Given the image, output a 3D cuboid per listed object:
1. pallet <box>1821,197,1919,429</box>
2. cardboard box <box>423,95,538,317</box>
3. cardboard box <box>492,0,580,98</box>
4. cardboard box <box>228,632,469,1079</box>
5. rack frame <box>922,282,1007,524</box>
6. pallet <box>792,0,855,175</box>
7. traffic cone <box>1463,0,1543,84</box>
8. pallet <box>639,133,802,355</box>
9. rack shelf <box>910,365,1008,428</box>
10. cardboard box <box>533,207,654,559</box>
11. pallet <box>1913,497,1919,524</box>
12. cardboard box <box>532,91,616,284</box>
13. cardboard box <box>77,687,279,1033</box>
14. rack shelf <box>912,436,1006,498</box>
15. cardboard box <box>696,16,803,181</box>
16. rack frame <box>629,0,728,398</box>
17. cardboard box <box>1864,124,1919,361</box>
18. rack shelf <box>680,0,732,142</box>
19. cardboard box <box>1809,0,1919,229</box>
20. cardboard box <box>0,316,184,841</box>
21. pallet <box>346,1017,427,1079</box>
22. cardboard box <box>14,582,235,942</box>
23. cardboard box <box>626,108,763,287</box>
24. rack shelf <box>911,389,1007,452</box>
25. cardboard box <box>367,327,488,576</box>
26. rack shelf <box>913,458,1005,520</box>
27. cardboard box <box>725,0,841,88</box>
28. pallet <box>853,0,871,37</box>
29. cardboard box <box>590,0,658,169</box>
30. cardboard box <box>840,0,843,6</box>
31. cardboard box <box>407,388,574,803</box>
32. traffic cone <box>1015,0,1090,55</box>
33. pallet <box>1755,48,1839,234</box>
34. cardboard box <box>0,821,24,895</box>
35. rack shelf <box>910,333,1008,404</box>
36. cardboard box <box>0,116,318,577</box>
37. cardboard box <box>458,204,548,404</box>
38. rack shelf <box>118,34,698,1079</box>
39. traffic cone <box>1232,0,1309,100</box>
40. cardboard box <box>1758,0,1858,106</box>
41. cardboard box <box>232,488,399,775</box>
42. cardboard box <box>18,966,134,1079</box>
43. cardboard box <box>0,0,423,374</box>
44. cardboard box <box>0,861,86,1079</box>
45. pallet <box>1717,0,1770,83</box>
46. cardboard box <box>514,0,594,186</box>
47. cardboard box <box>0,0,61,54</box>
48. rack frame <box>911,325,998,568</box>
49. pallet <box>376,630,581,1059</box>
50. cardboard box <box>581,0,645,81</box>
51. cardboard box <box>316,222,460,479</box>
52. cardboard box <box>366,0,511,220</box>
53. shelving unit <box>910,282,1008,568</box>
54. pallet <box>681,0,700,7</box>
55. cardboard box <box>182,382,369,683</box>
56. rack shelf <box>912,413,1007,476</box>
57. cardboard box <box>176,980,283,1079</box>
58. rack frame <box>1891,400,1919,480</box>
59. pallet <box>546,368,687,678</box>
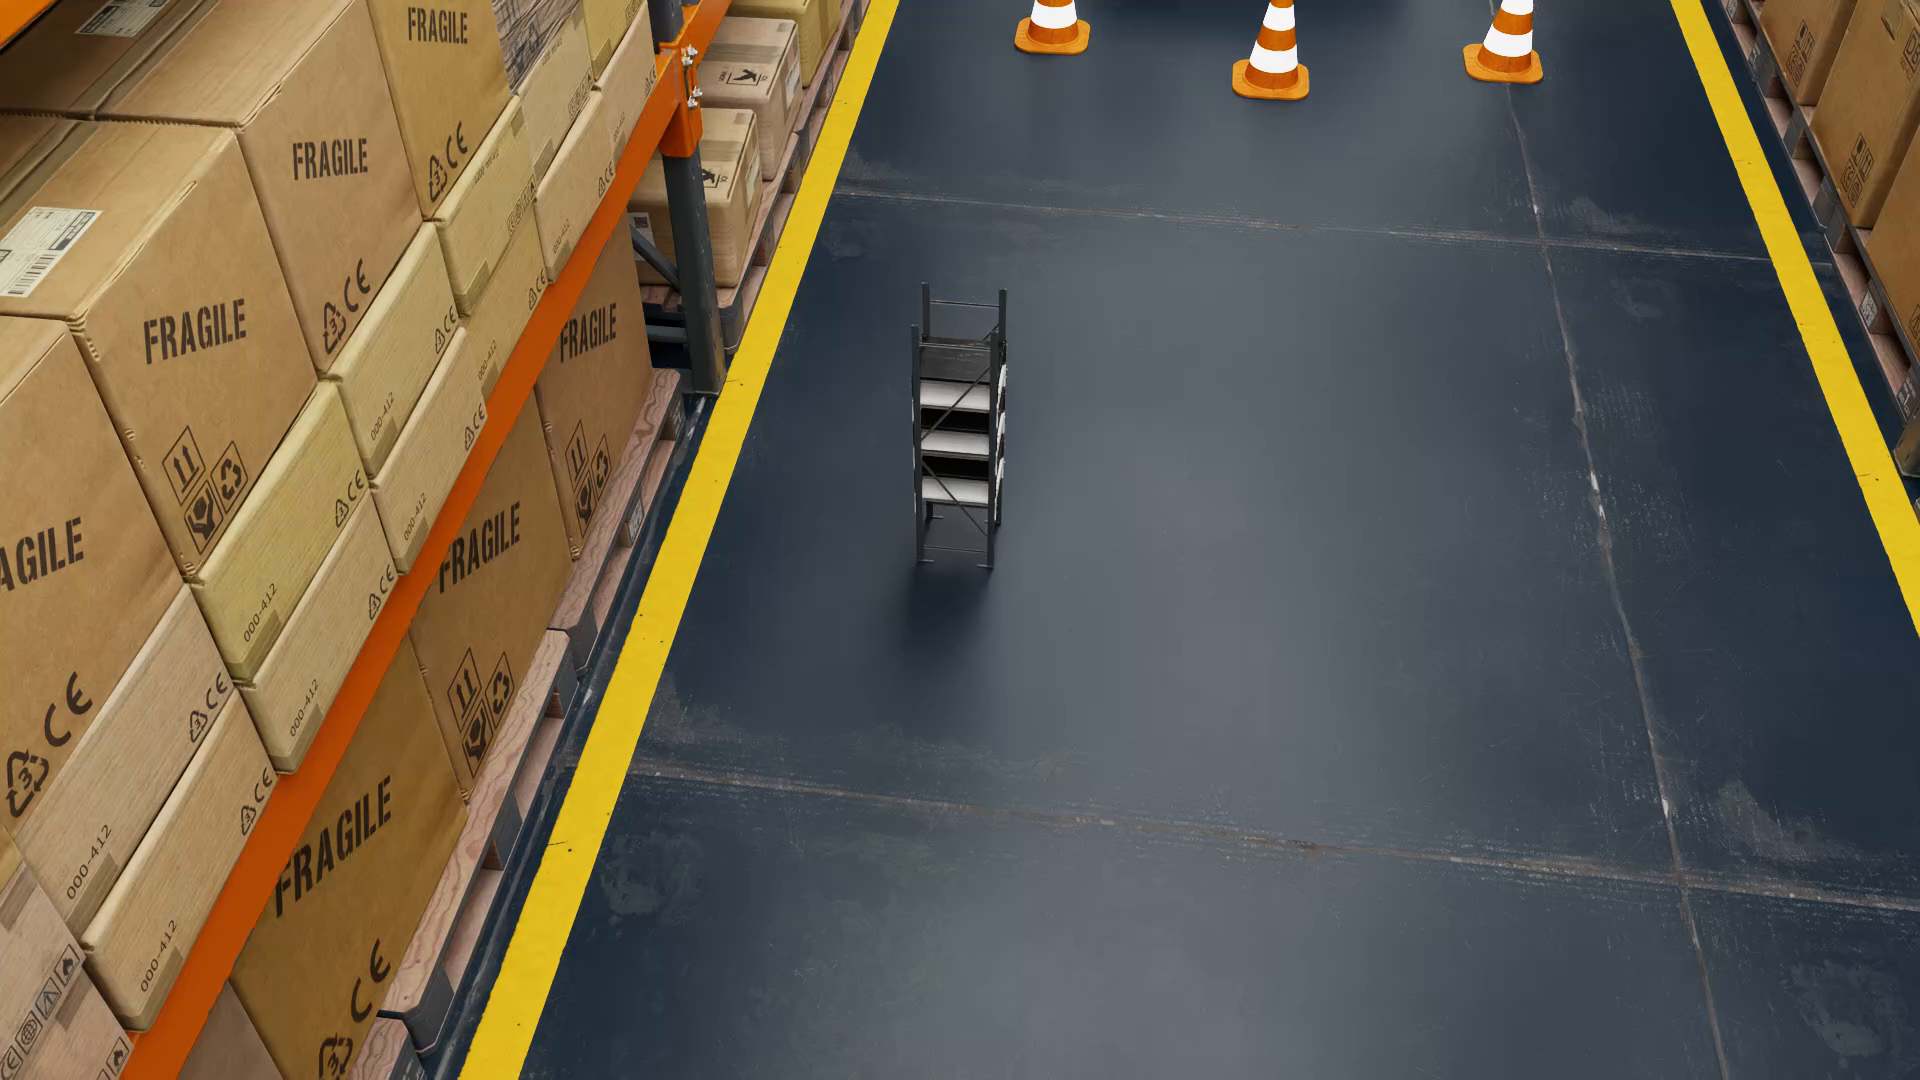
[{"bbox_3d":[3.776,-0.807,5.948,1.003,0.211,1.213,5,44,6],"label":"pallet"},{"bbox_3d":[-1.247,-0.743,3.599,0.500,0.250,0.500,4,44,4],"label":"cardboard box"},{"bbox_3d":[-1.192,-1.343,3.686,0.500,0.500,0.500,6,44,6],"label":"cardboard box"},{"bbox_3d":[-1.738,0.629,3.644,0.875,0.875,0.875,6,44,7],"label":"cardboard box"},{"bbox_3d":[0.012,-0.391,5.008,0.240,0.900,0.006,5,44,6],"label":"rack frame"},{"bbox_3d":[-1.055,-2.019,7.228,1.003,0.211,1.213,5,44,6],"label":"pallet"},{"bbox_3d":[2.452,-2.317,7.360,0.336,0.463,0.334,5,44,6],"label":"traffic cone"},{"bbox_3d":[-1.218,-1.190,6.353,1.003,0.211,1.213,5,44,6],"label":"pallet"},{"bbox_3d":[-0.001,-0.428,4.834,0.258,0.077,0.200,5,44,6],"label":"rack shelf"},{"bbox_3d":[-1.497,-0.588,4.929,0.875,0.875,0.875,5,44,5],"label":"cardboard box"},{"bbox_3d":[3.492,0.256,4.826,1.003,0.211,1.213,5,44,6],"label":"pallet"},{"bbox_3d":[-1.185,-0.897,4.125,0.500,0.250,0.500,6,44,6],"label":"cardboard box"},{"bbox_3d":[-1.465,0.482,2.668,0.500,0.250,0.500,4,44,4],"label":"cardboard box"},{"bbox_3d":[-0.001,-0.232,5.020,0.258,0.077,0.200,5,44,6],"label":"rack shelf"},{"bbox_3d":[-1.149,-1.756,6.529,0.950,0.372,0.625,4,44,5],"label":"cardboard box"},{"bbox_3d":[-1.323,-1.670,4.832,1.000,3.000,0.127,5,44,6],"label":"rack frame"},{"bbox_3d":[3.766,-1.031,5.488,1.050,0.750,0.750,5,44,5],"label":"cardboard box"},{"bbox_3d":[-1.059,-2.772,6.519,1.077,0.370,4.000,5,44,6],"label":"rack shelf"},{"bbox_3d":[3.879,-1.627,6.118,1.050,0.750,0.750,6,44,6],"label":"cardboard box"},{"bbox_3d":[-1.469,0.034,2.233,0.500,0.500,0.500,5,44,5],"label":"cardboard box"},{"bbox_3d":[-1.825,1.536,3.474,1.003,0.211,1.213,5,44,6],"label":"pallet"},{"bbox_3d":[-1.473,0.297,2.500,0.500,0.250,0.500,6,44,6],"label":"cardboard box"},{"bbox_3d":[-1.239,-1.252,5.997,0.950,0.372,0.625,3,43,3],"label":"cardboard box"},{"bbox_3d":[-0.001,-0.362,4.896,0.258,0.077,0.200,5,44,6],"label":"rack shelf"},{"bbox_3d":[-1.306,-0.206,3.395,0.500,0.250,0.500,5,44,5],"label":"cardboard box"},{"bbox_3d":[-0.001,-0.166,5.081,0.258,0.077,0.200,5,44,6],"label":"rack shelf"},{"bbox_3d":[-1.043,-2.272,7.074,0.950,0.372,0.625,7,44,7],"label":"cardboard box"},{"bbox_3d":[-0.896,-2.853,8.109,1.003,0.211,1.213,5,44,6],"label":"pallet"},{"bbox_3d":[-1.133,-1.247,4.494,0.500,0.250,0.500,4,44,4],"label":"cardboard box"},{"bbox_3d":[-0.953,-2.746,7.574,0.950,0.372,0.625,8,44,8],"label":"cardboard box"},{"bbox_3d":[-1.619,0.020,4.287,0.875,0.875,0.875,6,44,6],"label":"cardboard box"},{"bbox_3d":[0.429,-2.502,7.556,0.336,0.463,0.334,5,44,6],"label":"traffic cone"},{"bbox_3d":[3.939,-1.636,6.824,1.003,0.211,1.213,5,44,6],"label":"pallet"},{"bbox_3d":[-1.509,0.383,1.864,0.500,0.500,0.500,6,44,6],"label":"cardboard box"},{"bbox_3d":[-0.001,-0.493,4.772,0.258,0.077,0.200,5,44,6],"label":"rack shelf"},{"bbox_3d":[-1.400,-0.308,2.593,0.500,0.500,0.500,4,44,4],"label":"cardboard box"},{"bbox_3d":[-1.267,-0.556,3.764,0.500,0.250,0.500,5,44,5],"label":"cardboard box"},{"bbox_3d":[-1.588,-0.046,3.640,1.077,0.370,4.000,5,44,6],"label":"rack shelf"},{"bbox_3d":[1.382,-2.214,7.251,0.336,0.463,0.334,5,44,6],"label":"traffic cone"},{"bbox_3d":[4.001,-2.262,6.788,1.050,0.750,0.750,5,44,6],"label":"cardboard box"},{"bbox_3d":[-1.382,0.134,3.036,0.500,0.250,0.500,5,44,5],"label":"cardboard box"},{"bbox_3d":[-1.532,0.835,2.296,0.500,0.250,0.500,4,44,5],"label":"cardboard box"},{"bbox_3d":[-1.338,-0.661,2.966,0.500,0.500,0.500,5,44,5],"label":"cardboard box"},{"bbox_3d":[-1.514,0.655,2.122,0.500,0.250,0.500,4,44,4],"label":"cardboard box"},{"bbox_3d":[4.098,-2.469,7.705,1.003,0.211,1.213,5,44,6],"label":"pallet"},{"bbox_3d":[-1.199,-1.094,3.969,0.500,0.250,0.500,4,44,4],"label":"cardboard box"},{"bbox_3d":[-1.841,-0.722,3.030,0.500,0.500,0.500,6,44,6],"label":"cardboard box"},{"bbox_3d":[-0.015,-0.252,4.862,0.240,0.900,0.006,5,44,6],"label":"rack frame"},{"bbox_3d":[-1.666,0.702,4.355,1.003,0.211,1.213,5,44,6],"label":"pallet"},{"bbox_3d":[-1.135,-1.444,4.338,0.500,0.250,0.500,5,44,5],"label":"cardboard box"},{"bbox_3d":[-1.315,-0.389,3.225,0.500,0.250,0.500,4,44,4],"label":"cardboard box"},{"bbox_3d":[-1.264,-1.005,3.330,0.500,0.500,0.500,5,44,6],"label":"cardboard box"},{"bbox_3d":[-0.001,-0.321,4.935,0.258,0.900,0.210,5,44,6],"label":"shelving unit"},{"bbox_3d":[-1.335,-2.095,5.421,1.213,0.211,1.003,5,44,6],"label":"pallet"},{"bbox_3d":[-1.380,-0.044,2.861,0.500,0.250,0.500,6,44,6],"label":"cardboard box"},{"bbox_3d":[-0.001,-0.297,4.958,0.258,0.077,0.200,5,44,6],"label":"rack shelf"},{"bbox_3d":[-1.849,1.246,2.993,0.875,0.875,0.875,6,44,7],"label":"cardboard box"},{"bbox_3d":[3.597,-1.289,4.429,1.000,3.000,0.127,5,44,6],"label":"rack frame"},{"bbox_3d":[-1.502,-0.127,5.230,1.003,0.211,1.213,5,44,6],"label":"pallet"}]
